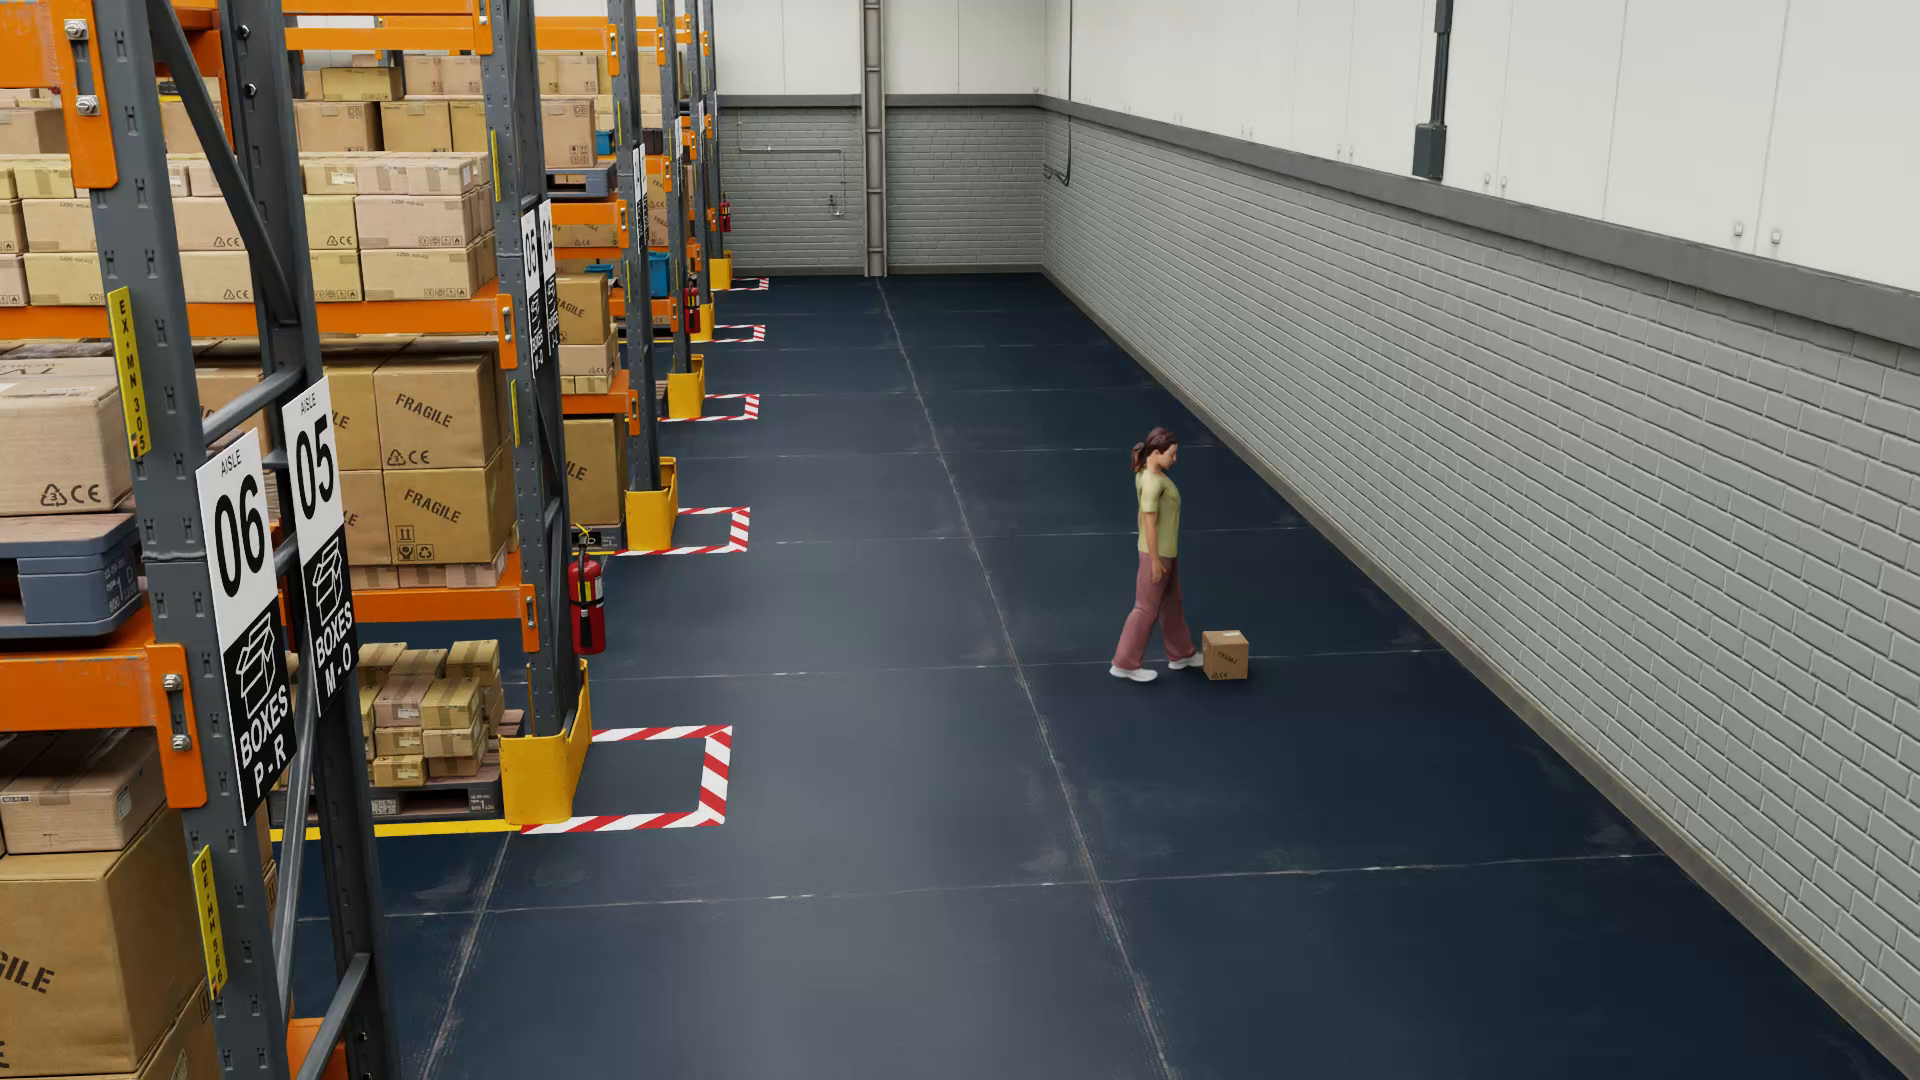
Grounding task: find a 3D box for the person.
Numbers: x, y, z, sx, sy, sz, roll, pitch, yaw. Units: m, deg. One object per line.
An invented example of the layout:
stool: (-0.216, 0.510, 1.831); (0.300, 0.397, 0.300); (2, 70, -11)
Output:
person: (1.335, 0.087, 10.738); (0.706, 1.663, 0.464); (0, 17, 1)
